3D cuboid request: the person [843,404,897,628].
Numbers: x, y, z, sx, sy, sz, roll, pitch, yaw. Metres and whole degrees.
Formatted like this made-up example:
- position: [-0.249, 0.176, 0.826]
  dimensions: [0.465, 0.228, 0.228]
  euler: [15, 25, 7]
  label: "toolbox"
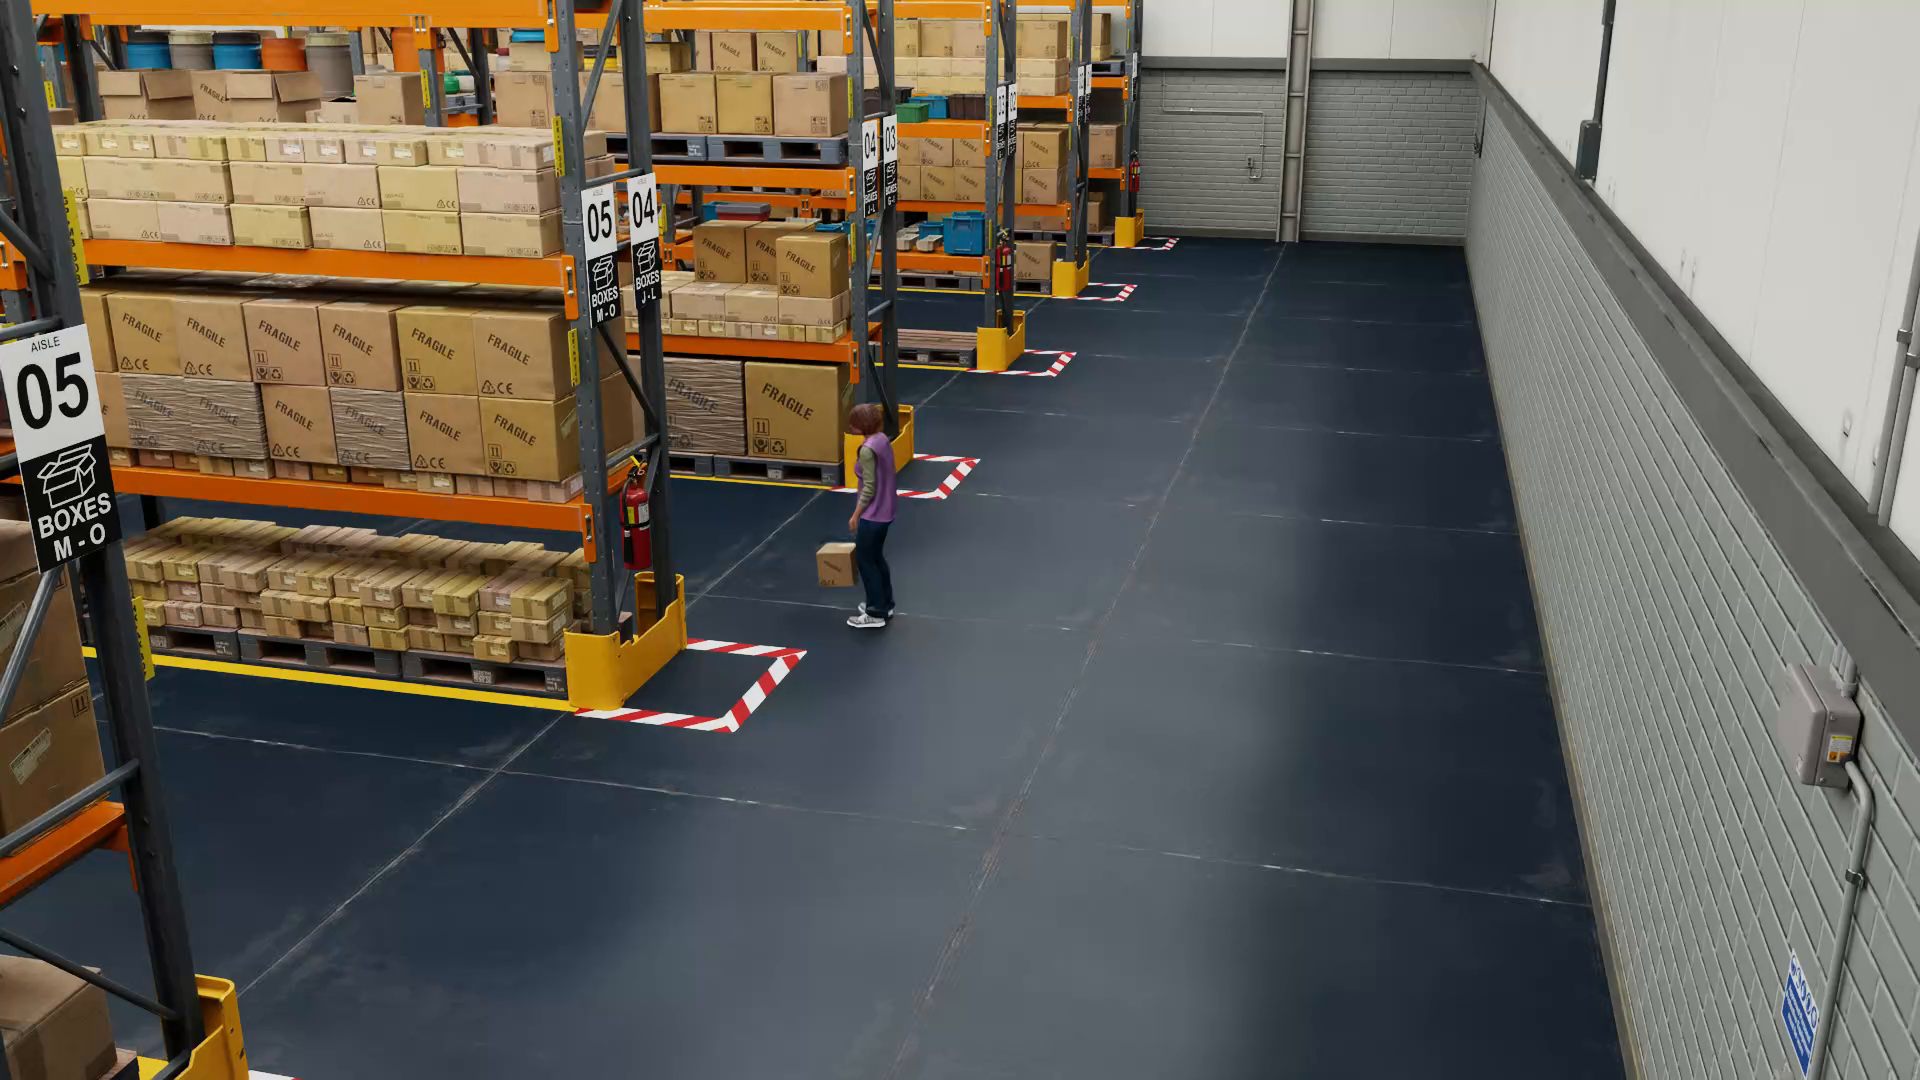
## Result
- position: [-0.618, -0.173, 11.591]
  dimensions: [0.349, 1.593, 0.474]
  euler: [4, 19, 12]
  label: "person"
